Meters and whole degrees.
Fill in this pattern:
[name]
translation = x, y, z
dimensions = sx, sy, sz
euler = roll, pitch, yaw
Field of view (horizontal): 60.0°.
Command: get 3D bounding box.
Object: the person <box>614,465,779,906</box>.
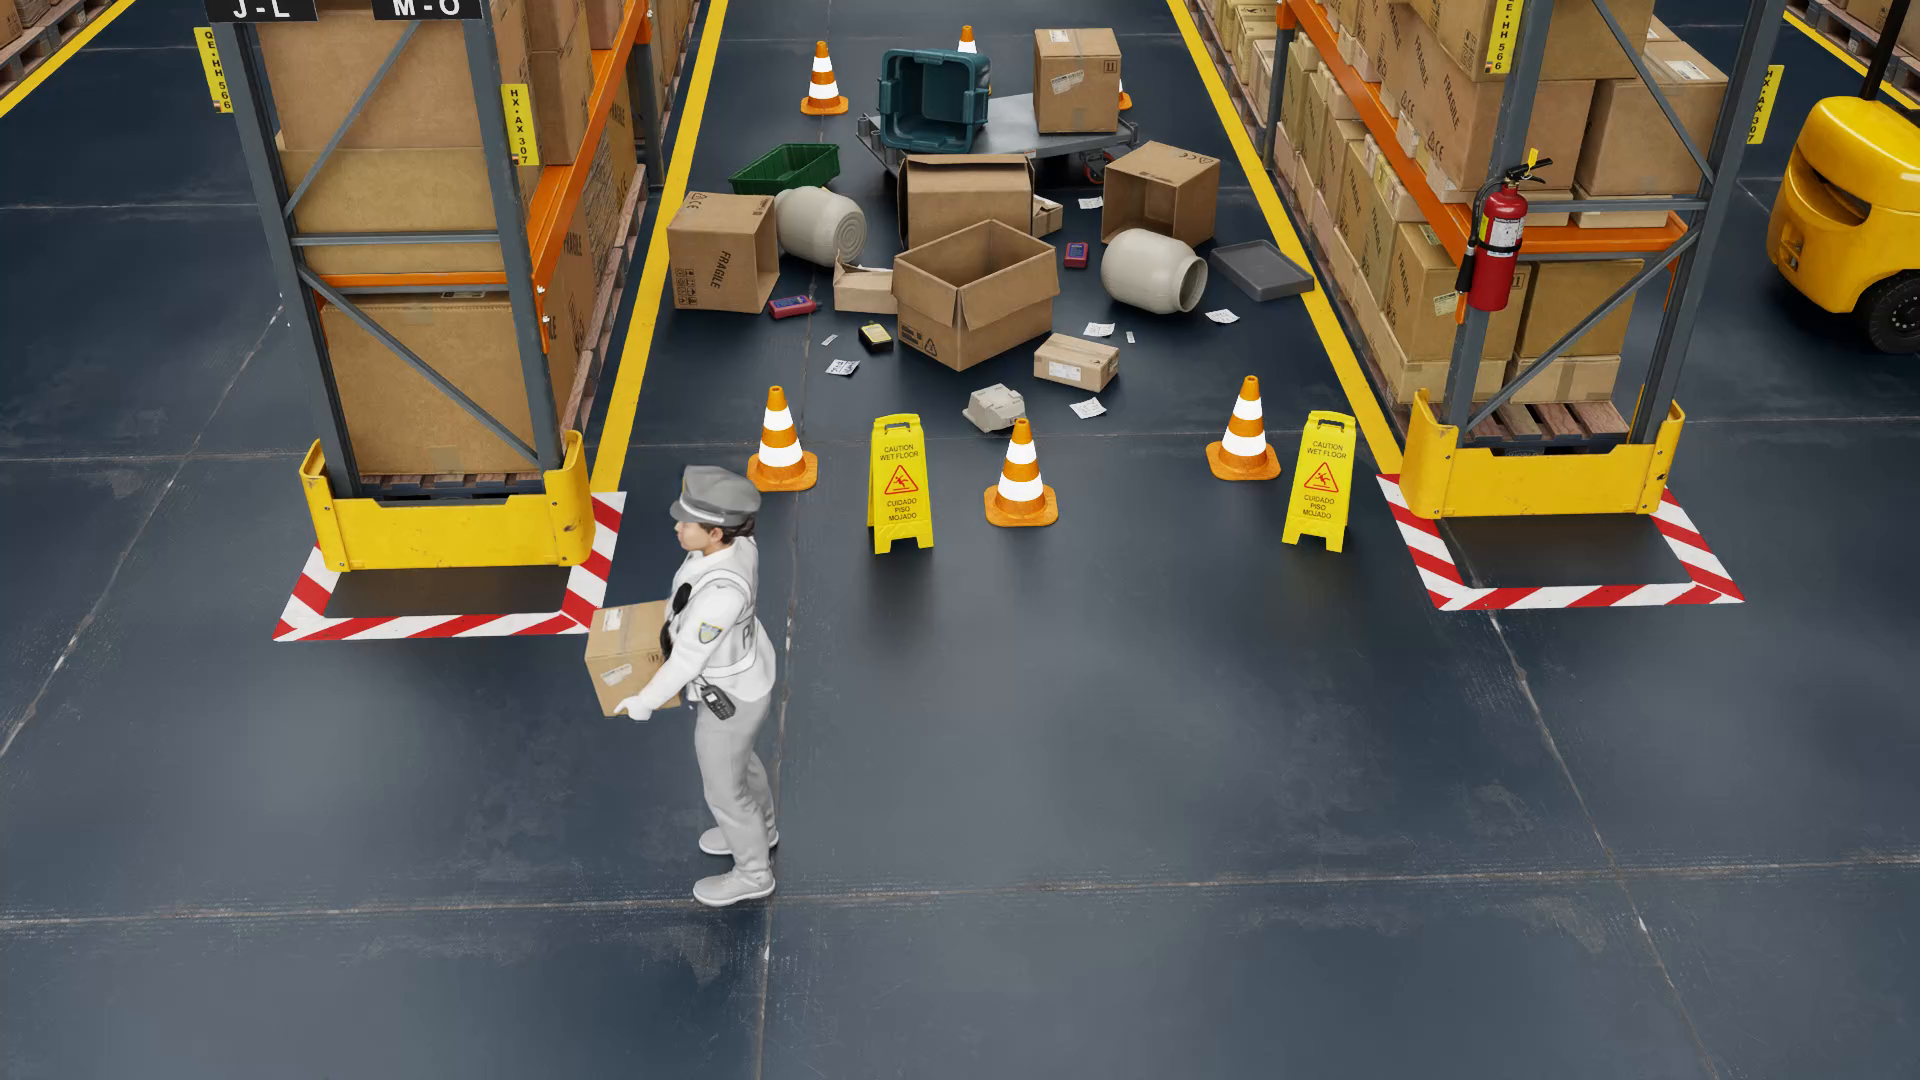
[person]
translation = -0.856, 0.487, 5.445
dimensions = 0.515, 1.691, 0.434
euler = -2, 35, -3
